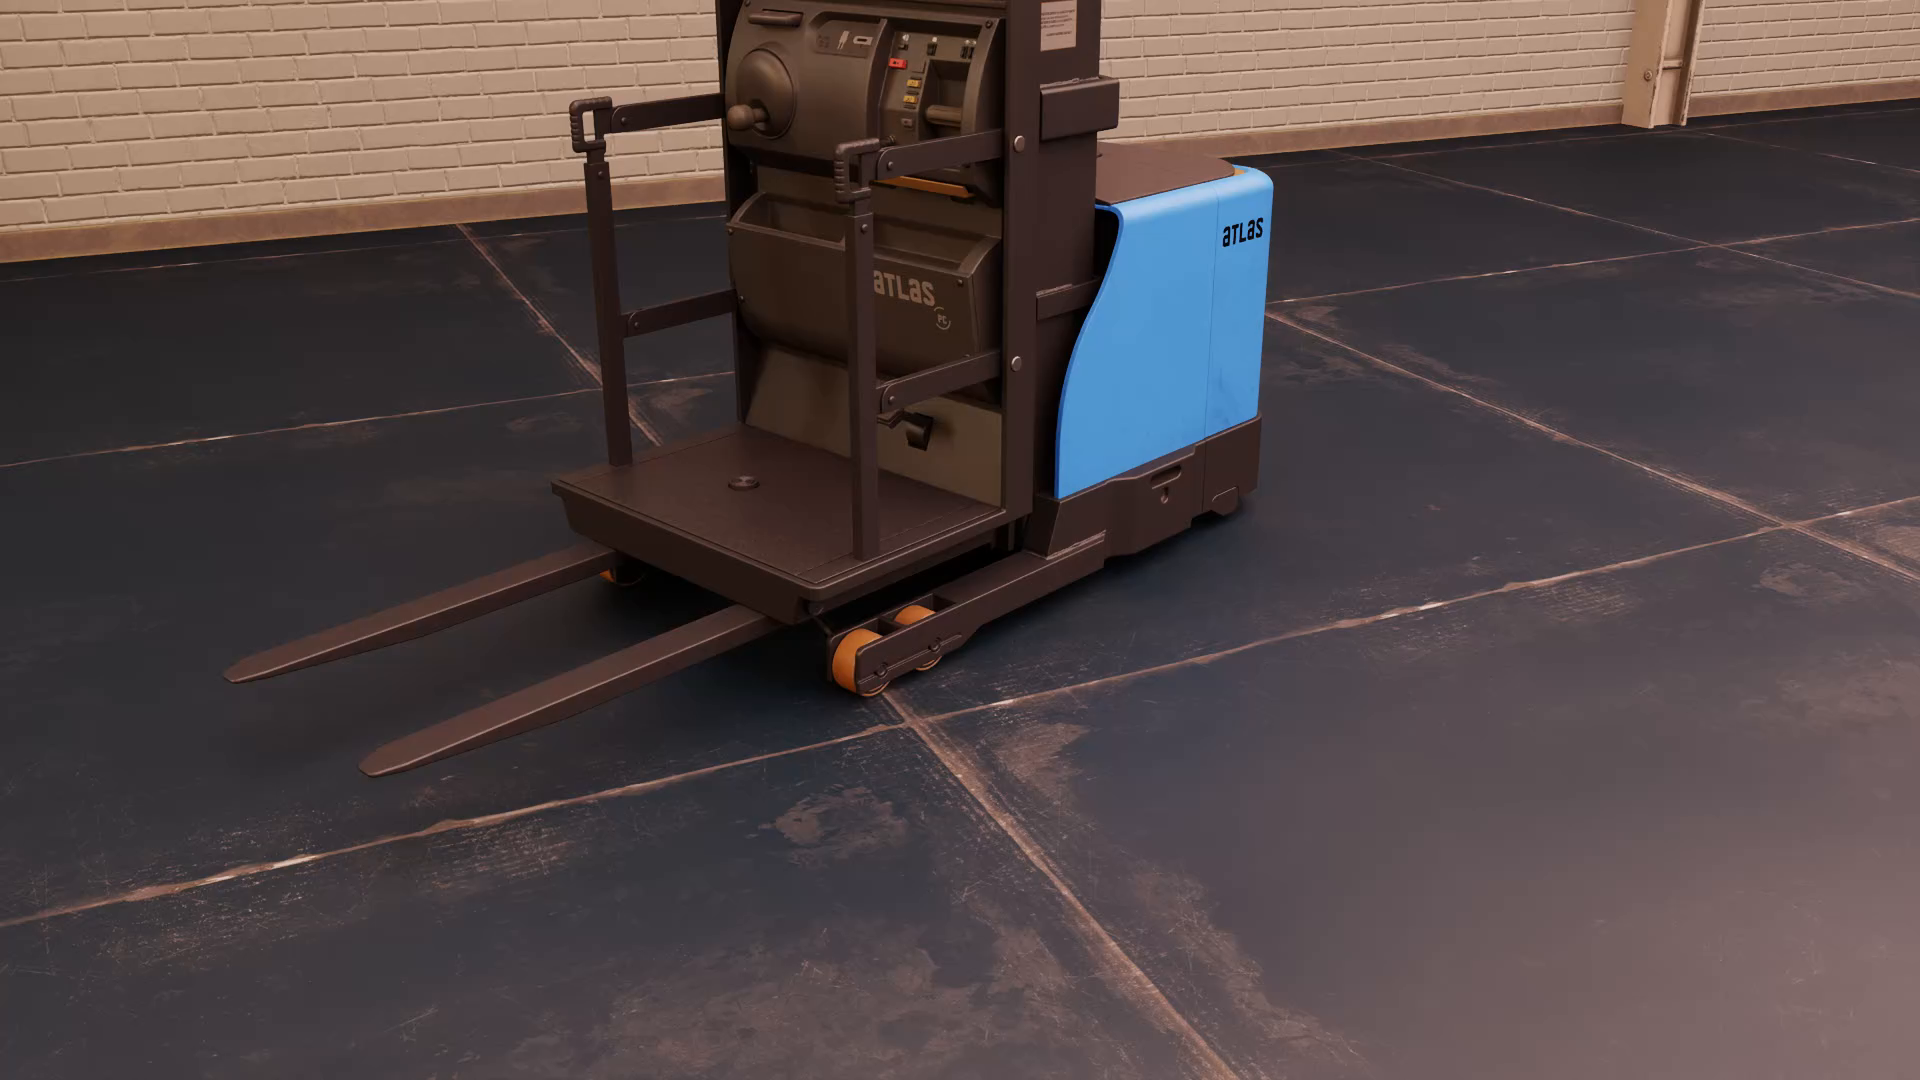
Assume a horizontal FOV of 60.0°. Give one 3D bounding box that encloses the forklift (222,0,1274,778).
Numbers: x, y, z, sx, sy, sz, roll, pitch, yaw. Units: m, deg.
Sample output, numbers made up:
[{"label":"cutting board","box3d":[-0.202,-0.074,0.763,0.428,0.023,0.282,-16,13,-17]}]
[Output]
[{"label":"forklift","box3d":[-0.413,-1.182,4.131,1.130,2.935,3.031,19,29,39]}]
